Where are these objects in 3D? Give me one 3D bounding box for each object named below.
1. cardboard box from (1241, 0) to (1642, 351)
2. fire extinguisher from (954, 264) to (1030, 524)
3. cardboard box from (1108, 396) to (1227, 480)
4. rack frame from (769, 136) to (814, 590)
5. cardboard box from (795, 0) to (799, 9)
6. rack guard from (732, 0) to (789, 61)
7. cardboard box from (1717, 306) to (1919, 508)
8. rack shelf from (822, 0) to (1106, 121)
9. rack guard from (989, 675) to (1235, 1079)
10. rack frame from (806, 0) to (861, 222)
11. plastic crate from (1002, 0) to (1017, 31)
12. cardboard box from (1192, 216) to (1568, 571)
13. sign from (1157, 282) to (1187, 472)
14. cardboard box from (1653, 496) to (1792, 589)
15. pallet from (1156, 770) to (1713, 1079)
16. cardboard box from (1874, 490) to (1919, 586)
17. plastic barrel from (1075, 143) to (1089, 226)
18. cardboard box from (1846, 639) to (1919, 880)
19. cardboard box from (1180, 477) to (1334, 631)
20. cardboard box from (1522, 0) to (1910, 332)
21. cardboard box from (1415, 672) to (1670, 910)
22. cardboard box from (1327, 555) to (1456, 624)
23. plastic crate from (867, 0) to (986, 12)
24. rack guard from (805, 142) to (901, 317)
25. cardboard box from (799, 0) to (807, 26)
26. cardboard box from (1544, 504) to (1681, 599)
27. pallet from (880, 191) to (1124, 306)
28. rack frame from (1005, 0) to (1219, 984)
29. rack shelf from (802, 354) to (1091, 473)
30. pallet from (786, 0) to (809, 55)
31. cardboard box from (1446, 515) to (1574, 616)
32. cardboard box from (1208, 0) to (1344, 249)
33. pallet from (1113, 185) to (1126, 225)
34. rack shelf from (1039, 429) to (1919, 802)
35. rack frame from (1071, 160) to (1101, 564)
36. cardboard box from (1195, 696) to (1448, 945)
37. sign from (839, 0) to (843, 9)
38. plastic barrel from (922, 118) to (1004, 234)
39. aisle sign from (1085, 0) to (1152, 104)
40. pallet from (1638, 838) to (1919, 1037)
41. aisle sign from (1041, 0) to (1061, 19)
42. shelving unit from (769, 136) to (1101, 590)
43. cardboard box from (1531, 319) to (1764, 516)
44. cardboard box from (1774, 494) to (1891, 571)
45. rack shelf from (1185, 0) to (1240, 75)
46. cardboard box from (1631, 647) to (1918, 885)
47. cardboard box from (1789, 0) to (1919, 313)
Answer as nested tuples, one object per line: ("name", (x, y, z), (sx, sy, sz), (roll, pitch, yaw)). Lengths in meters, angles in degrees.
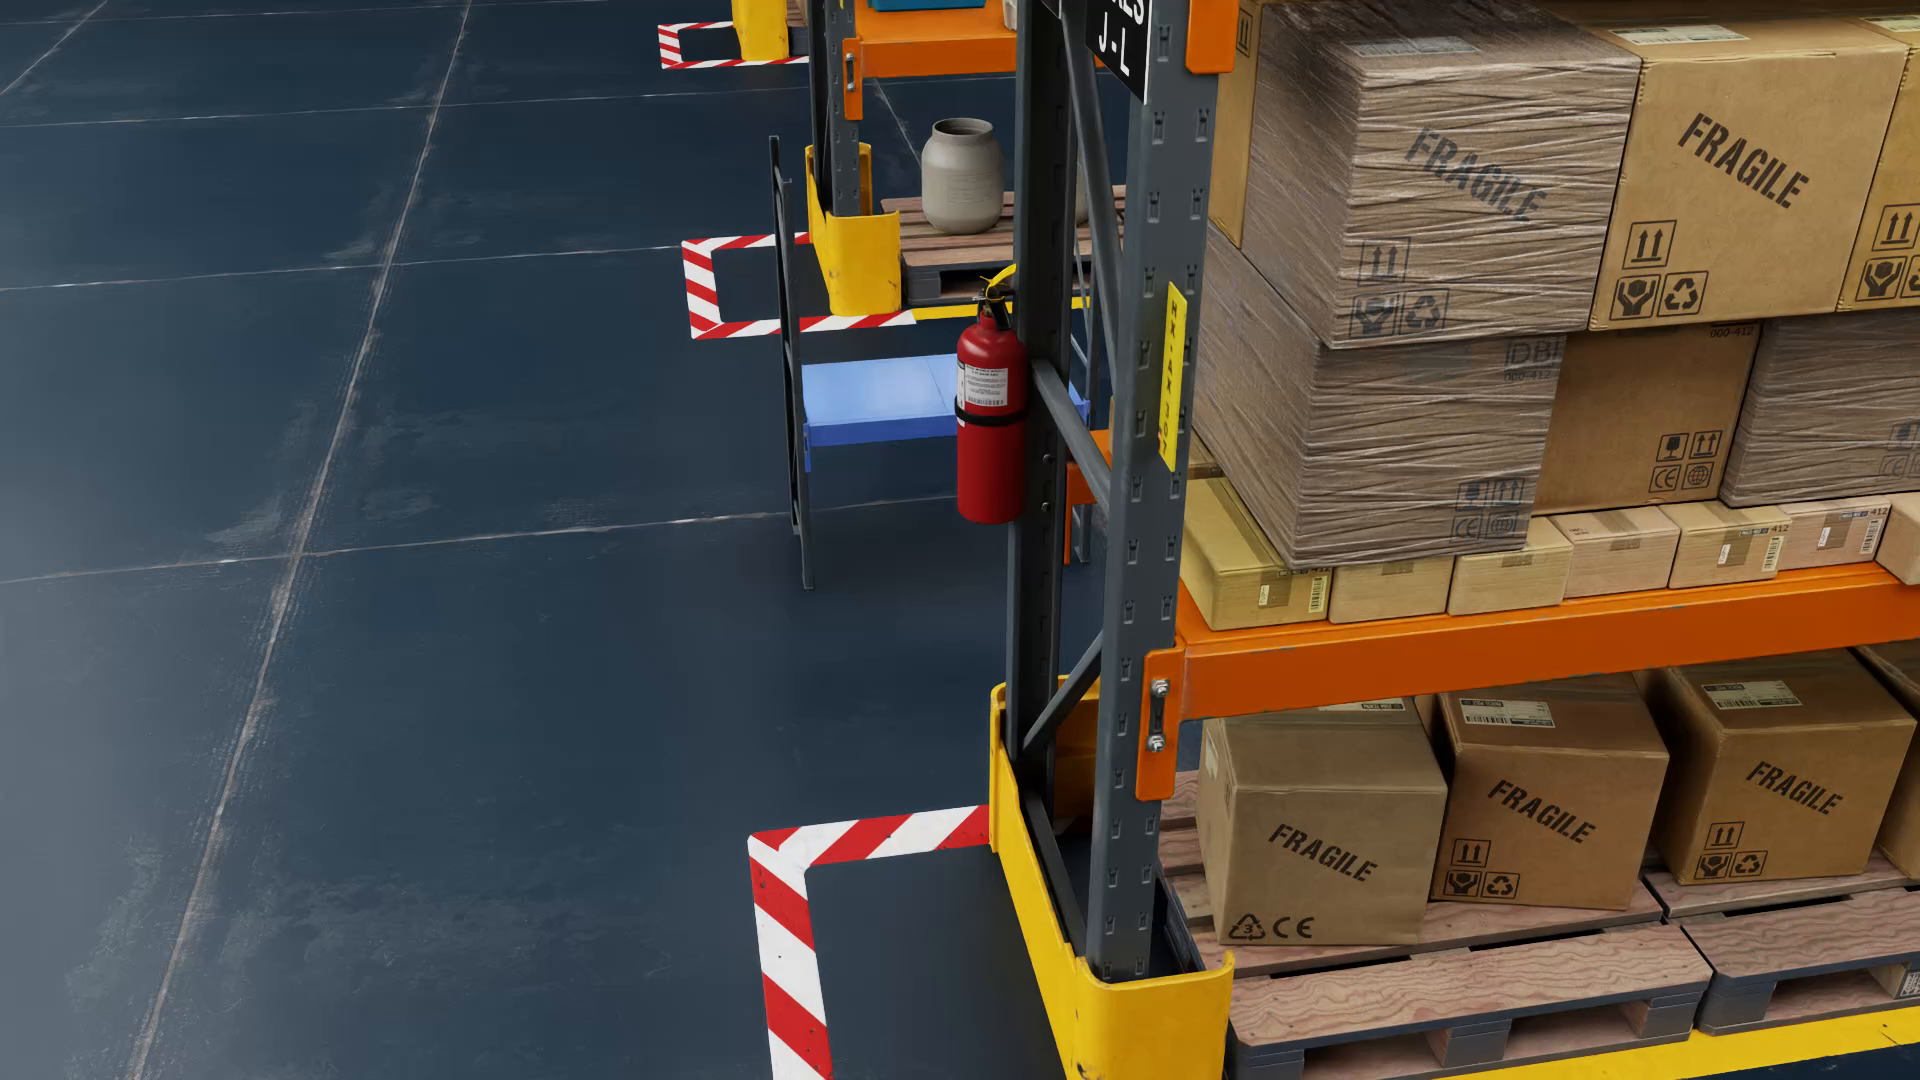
("cardboard box", (0.863, -0.699, 3.100), (0.500, 0.500, 0.500), (-5, 31, -9))
("fire extinguisher", (0.077, -0.368, 3.993), (0.183, 0.674, 0.296), (-5, 31, -9))
("cardboard box", (0.516, -0.203, 3.883), (0.250, 0.149, 0.380), (-5, 31, -9))
("rack frame", (-0.584, -0.592, 5.778), (0.032, 1.500, 0.500), (-5, 31, -9))
("cardboard box", (-1.033, -4.313, 12.925), (0.500, 0.250, 0.500), (-5, 31, -9))
("rack guard", (-1.531, -4.042, 12.630), (0.348, 0.500, 1.175), (-5, 31, -9))
("cardboard box", (1.789, -0.519, 3.782), (0.500, 0.500, 0.875), (-5, 31, -9))
("rack shelf", (1.348, -2.524, 8.293), (4.000, 0.370, 1.077), (-5, 31, -9))
("rack guard", (0.348, 0.889, 4.246), (0.348, 0.500, 1.175), (-5, 31, -9))
("rack frame", (-0.619, -2.651, 7.800), (0.127, 3.000, 1.000), (-5, 31, -9))
("plastic crate", (0.319, -2.459, 7.733), (0.250, 0.136, 0.298), (-5, 31, -9))
("cardboard box", (0.819, -0.390, 3.561), (0.500, 0.500, 0.875), (-5, 31, -9))
("sign", (0.371, -0.285, 2.921), (0.005, 0.325, 0.100), (-5, 31, -9))
("cardboard box", (1.584, -0.062, 3.644), (0.250, 0.149, 0.380), (-5, 31, -9))
("pallet", (1.153, 0.957, 4.415), (1.213, 0.211, 1.003), (-5, 31, -9))
("cardboard box", (2.089, -0.069, 3.657), (0.250, 0.149, 0.380), (-5, 31, -9))
("plastic barrel", (0.508, -1.904, 8.569), (0.421, 0.512, 0.421), (0, 30, 0))
("cardboard box", (2.648, 0.518, 4.462), (0.500, 0.500, 0.500), (-8, 31, -13))
("cardboard box", (0.596, 0.019, 3.506), (0.250, 0.149, 0.380), (-5, 31, -9))
("cardboard box", (1.356, -0.741, 3.172), (0.500, 0.500, 0.500), (-5, 31, -9))
("cardboard box", (1.472, 0.594, 4.332), (0.500, 0.500, 0.500), (2, 31, 4))
("cardboard box", (0.846, 0.006, 3.528), (0.250, 0.149, 0.380), (-5, 31, -9))
("plastic crate", (-0.181, -2.782, 8.169), (0.616, 0.251, 0.499), (-5, 31, -9))
("rack guard", (-0.553, -1.604, 8.485), (0.348, 0.500, 1.175), (-5, 31, -9))
("cardboard box", (-0.940, -4.055, 12.486), (0.500, 0.250, 0.500), (-5, 31, -9))
("cardboard box", (1.336, -0.043, 3.611), (0.250, 0.149, 0.380), (-5, 31, -9))
("pallet", (0.247, -1.551, 8.680), (1.213, 0.211, 1.003), (-5, 31, -9))
("rack frame", (0.273, -0.182, 3.600), (0.127, 3.000, 1.000), (-5, 31, -9))
("rack shelf", (-0.084, -0.484, 5.948), (1.000, 0.185, 0.538), (-5, 31, -9))
("pallet", (-0.763, -4.010, 12.861), (1.213, 0.211, 1.003), (-5, 31, -9))
("cardboard box", (1.094, -0.009, 3.555), (0.250, 0.149, 0.380), (-5, 31, -9))
("cardboard box", (0.769, -0.958, 3.541), (0.500, 0.500, 0.500), (-5, 31, -9))
("pallet", (1.445, -1.661, 8.866), (1.213, 0.211, 1.003), (-5, 31, -9))
("rack shelf", (2.240, -0.054, 4.093), (4.000, 0.370, 1.077), (-5, 31, -9))
("rack frame", (0.416, -0.685, 5.936), (0.032, 1.500, 0.500), (-5, 31, -9))
("cardboard box", (0.890, 0.666, 4.210), (0.500, 0.500, 0.500), (0, 30, 0))
("sign", (-0.524, -2.496, 7.263), (0.005, 0.325, 0.100), (-5, 31, -9))
("plastic barrel", (0.014, -1.858, 8.491), (0.421, 0.512, 0.421), (0, 30, 0))
("aisle sign", (0.266, -1.147, 2.677), (0.004, 0.787, 0.394), (-5, 31, -9))
("pallet", (2.351, 0.847, 4.601), (1.213, 0.211, 1.003), (-5, 31, -9))
("aisle sign", (0.158, -1.447, 3.186), (0.004, 0.787, 0.394), (-5, 31, -9))
("shelving unit", (-0.084, -0.639, 5.857), (1.048, 1.500, 0.538), (-5, 31, -9))
("cardboard box", (1.289, -0.495, 3.741), (0.500, 0.500, 0.875), (-5, 31, -9))
("cardboard box", (1.825, -0.098, 3.706), (0.250, 0.149, 0.380), (-5, 31, -9))
("rack shelf", (2.240, -1.347, 3.333), (4.000, 0.370, 1.077), (-5, 31, -9))
("cardboard box", (2.091, 0.547, 4.413), (0.500, 0.500, 0.500), (-3, 31, -4))
("cardboard box", (1.848, -0.787, 3.251), (0.500, 0.500, 0.500), (-5, 31, -9))
